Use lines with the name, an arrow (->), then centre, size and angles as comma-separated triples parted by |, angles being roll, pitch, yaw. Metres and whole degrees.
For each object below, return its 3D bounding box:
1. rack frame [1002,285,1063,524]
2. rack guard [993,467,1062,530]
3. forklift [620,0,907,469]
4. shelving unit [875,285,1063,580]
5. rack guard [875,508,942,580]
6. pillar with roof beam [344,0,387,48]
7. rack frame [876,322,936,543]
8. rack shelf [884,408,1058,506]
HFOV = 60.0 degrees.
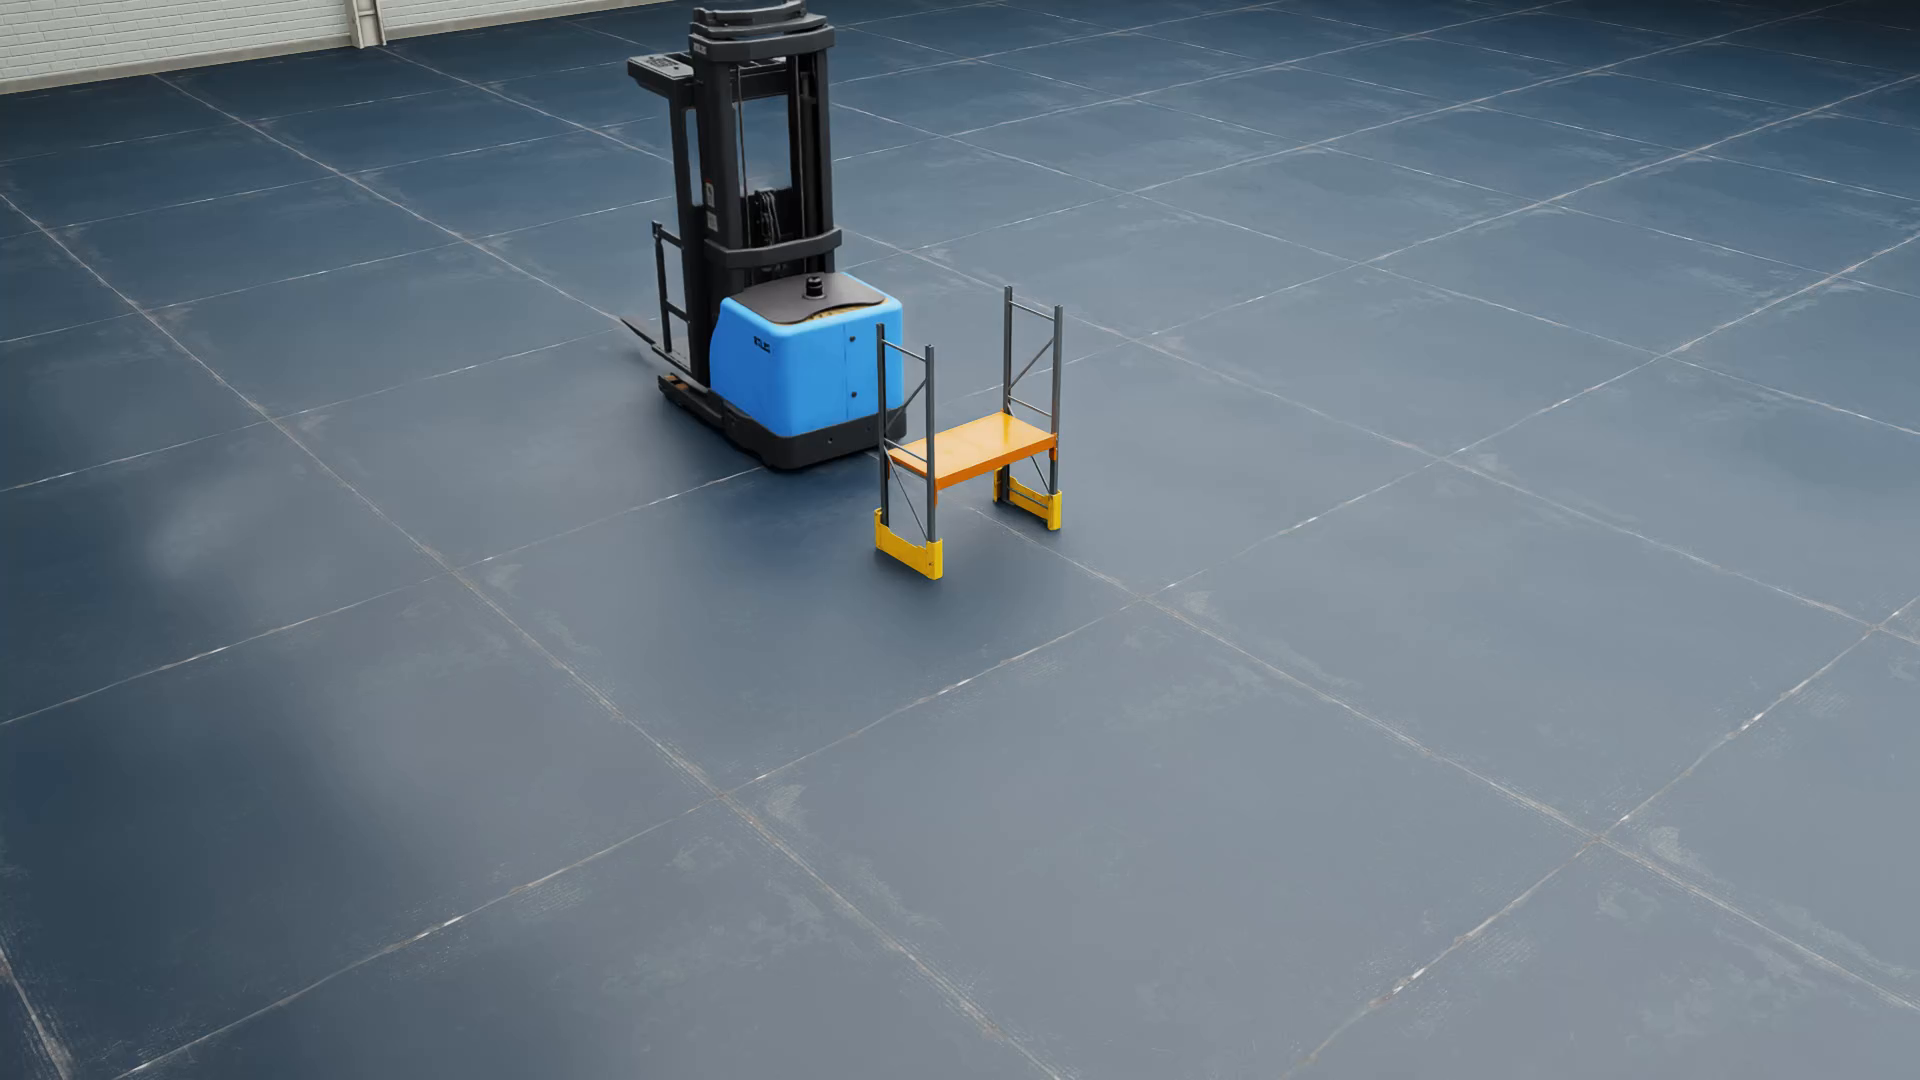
rack frame -> 0.452, -0.843, 10.595 | 0.032, 1.500, 0.500 | -22, 35, -35
rack guard -> 0.437, -0.286, 10.878 | 0.087, 0.250, 0.587 | -22, 35, -35
forklift -> -1.634, -2.420, 12.028 | 1.130, 2.935, 3.031 | -18, 33, -30
shelving unit -> 0.058, -0.685, 10.298 | 1.083, 1.500, 0.587 | -22, 35, -35
rack guard -> -0.321, 0.019, 10.308 | 0.087, 0.250, 0.587 | -22, 35, -35
pillar with roof beam -> -5.718, -9.558, 18.946 | 0.400, 9.000, 9.100 | -22, 35, -35
rack frame -> -0.322, -0.532, 10.013 | 0.032, 1.500, 0.500 | -22, 35, -35
rack shelf -> 0.065, -0.529, 10.388 | 1.000, 0.185, 0.538 | -22, 35, -35
